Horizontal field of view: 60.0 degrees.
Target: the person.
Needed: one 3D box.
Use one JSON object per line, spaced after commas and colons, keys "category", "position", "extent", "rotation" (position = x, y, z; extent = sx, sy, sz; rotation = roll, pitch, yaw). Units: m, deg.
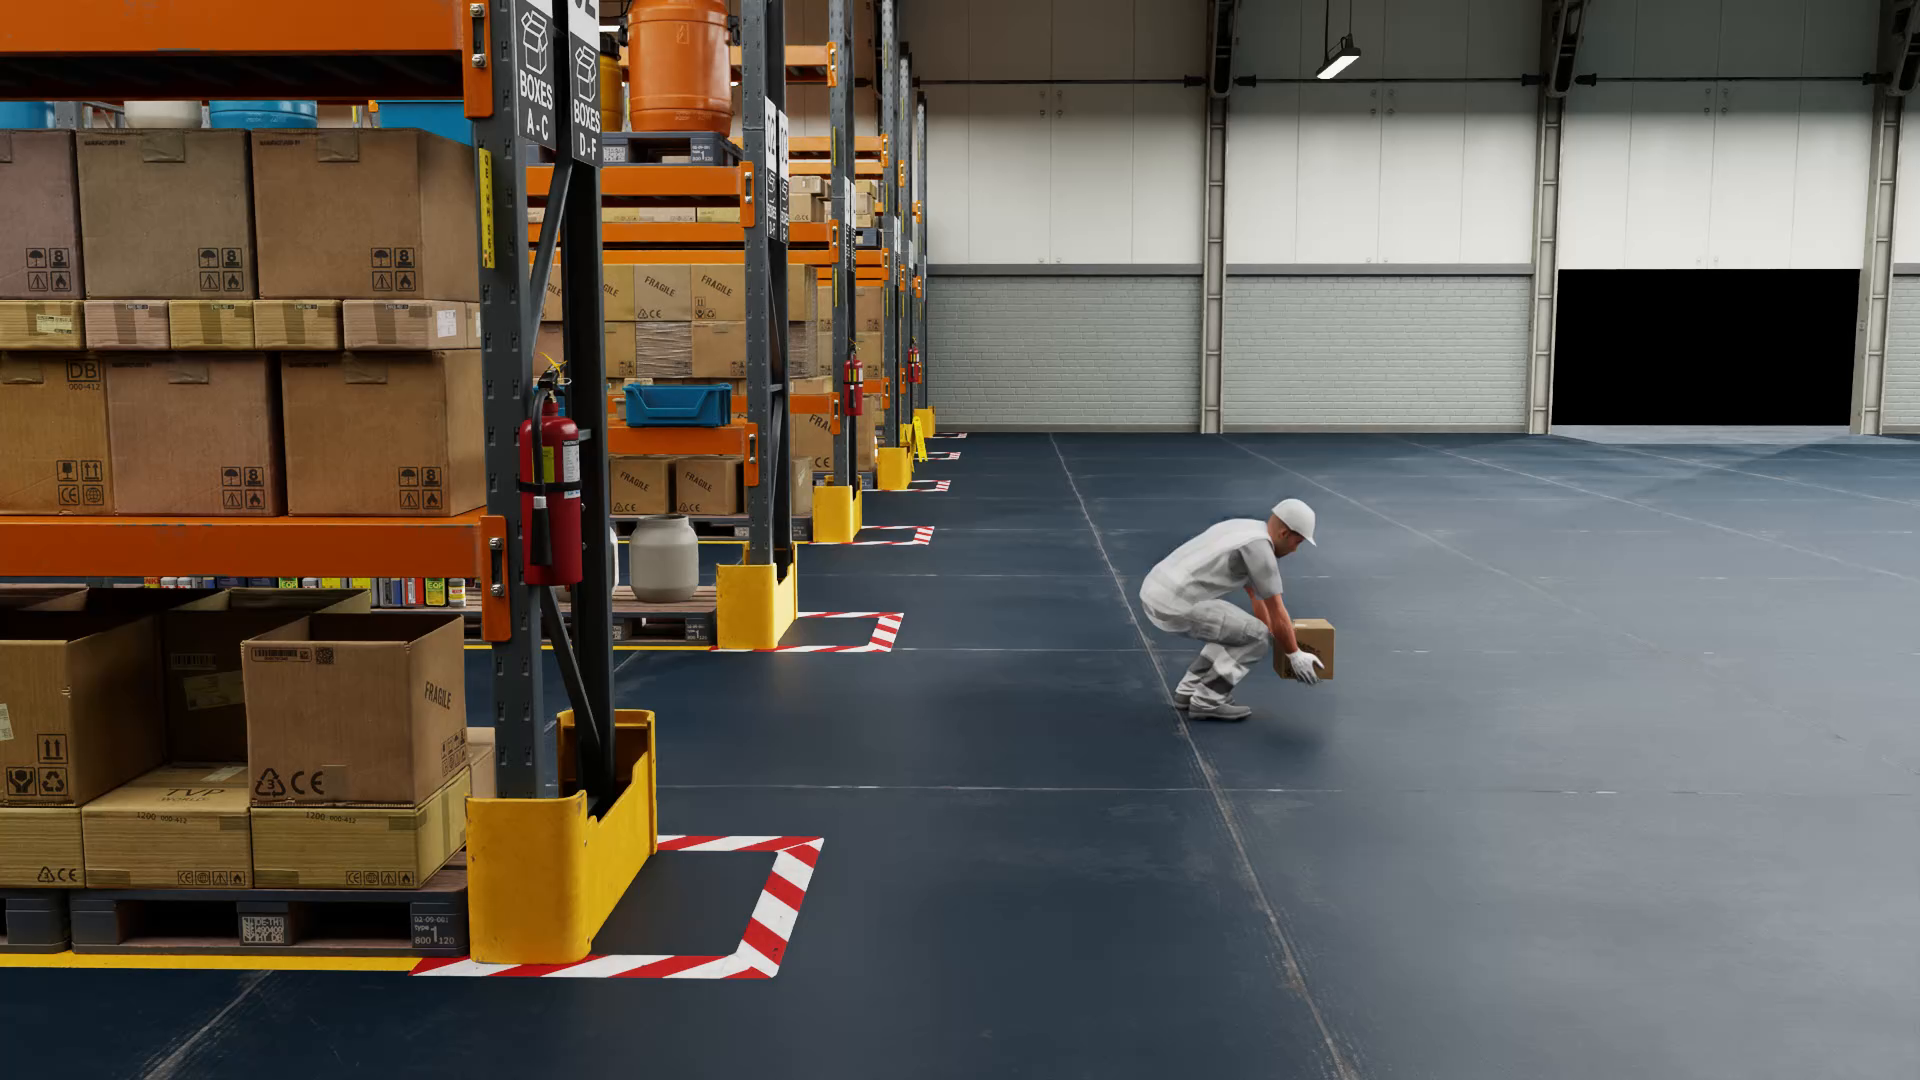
{"category": "person", "position": [1.309, 0.326, 8.120], "extent": [0.867, 1.056, 0.570], "rotation": [0, 7, 1]}
